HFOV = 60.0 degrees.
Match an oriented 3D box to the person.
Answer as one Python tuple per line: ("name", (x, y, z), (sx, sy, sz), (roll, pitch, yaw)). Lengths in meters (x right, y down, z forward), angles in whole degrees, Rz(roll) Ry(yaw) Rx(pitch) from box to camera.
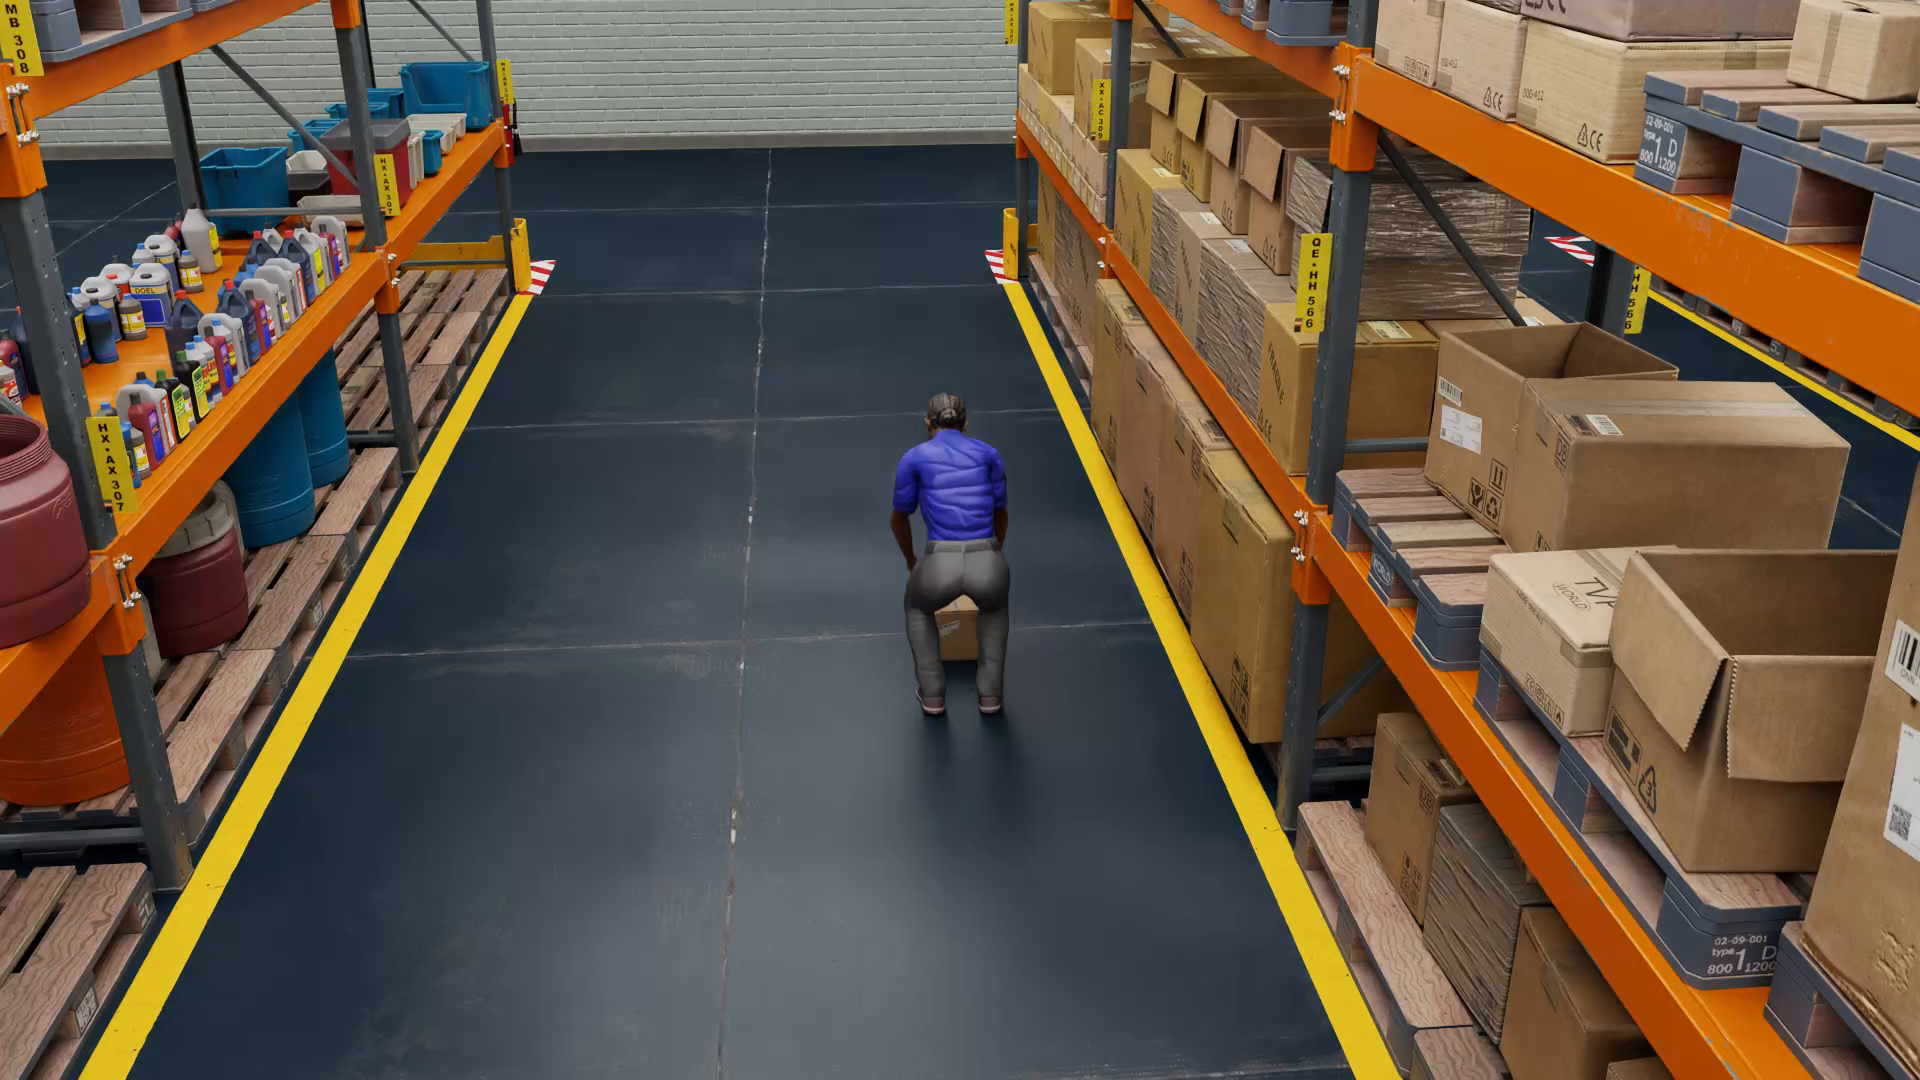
("person", (-0.038, 0.082, 6.903), (0.496, 1.277, 0.684), (-1, 24, -3))
